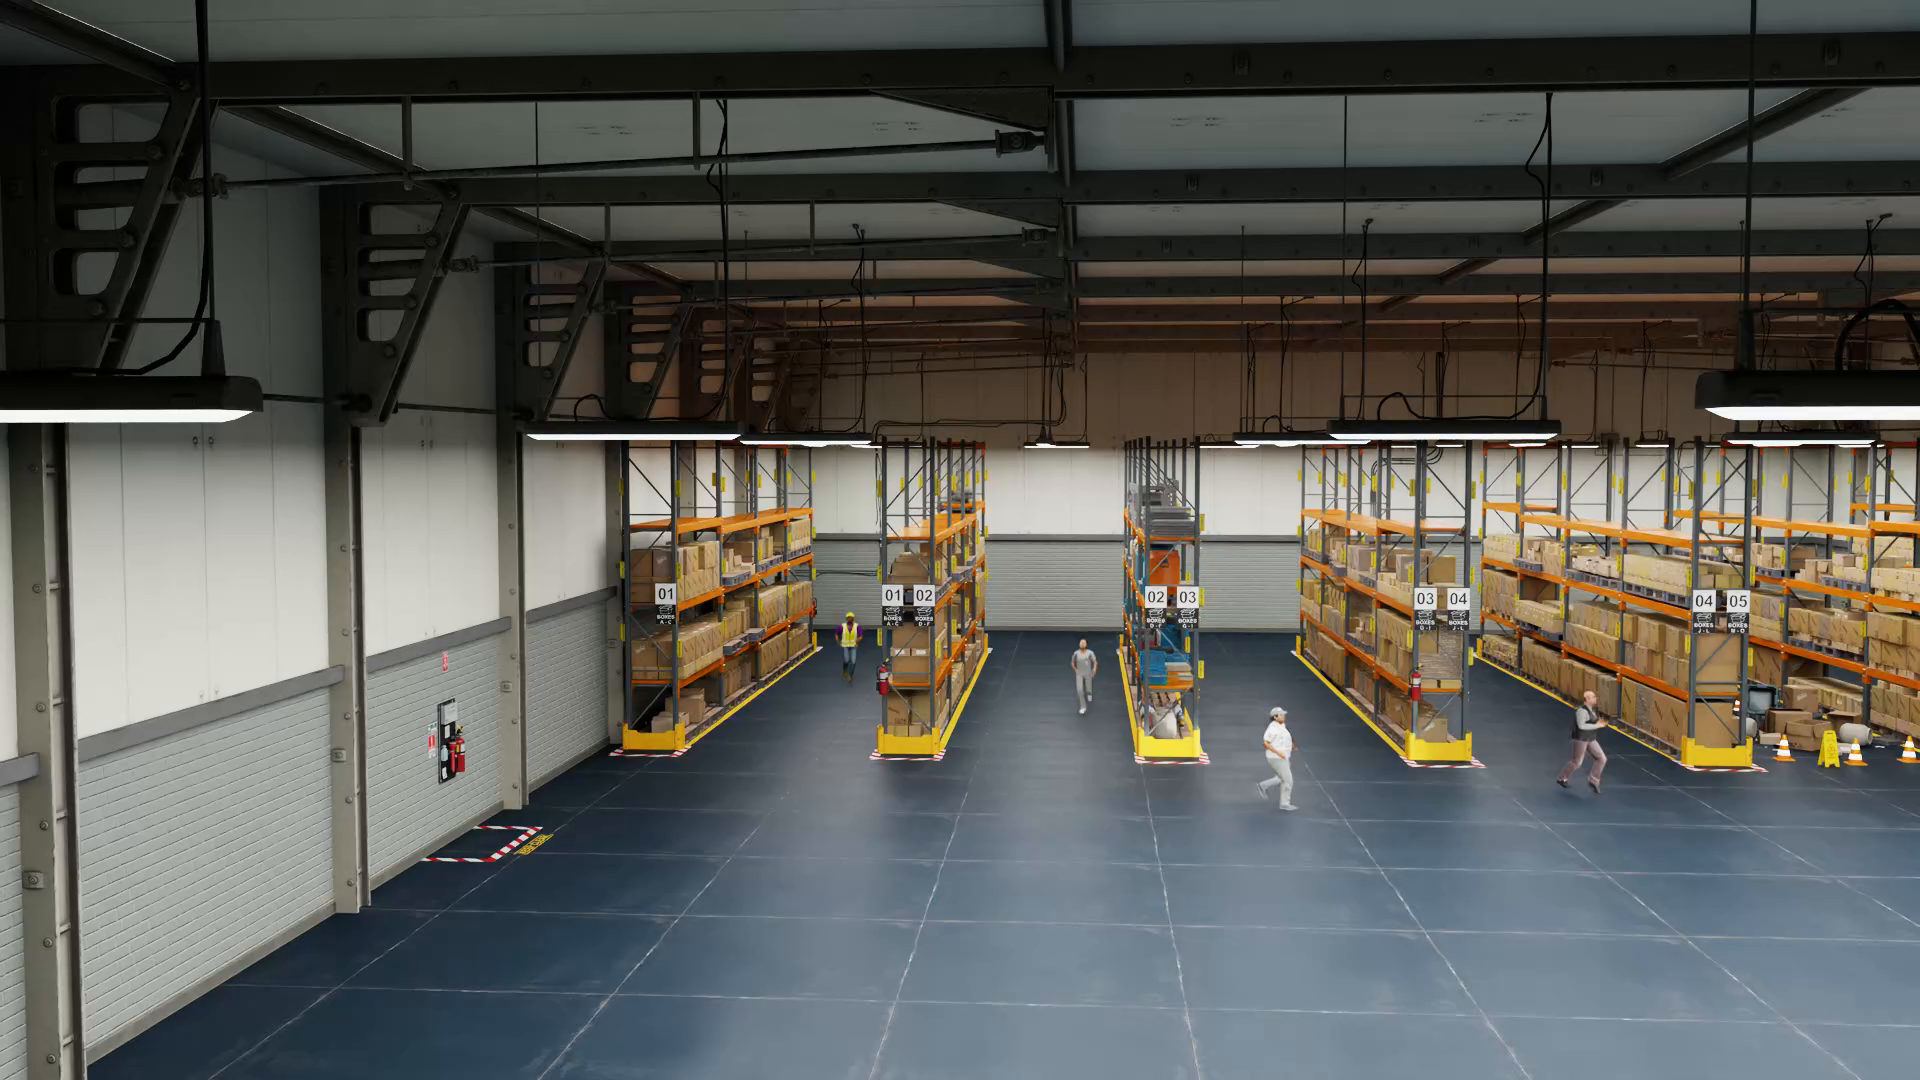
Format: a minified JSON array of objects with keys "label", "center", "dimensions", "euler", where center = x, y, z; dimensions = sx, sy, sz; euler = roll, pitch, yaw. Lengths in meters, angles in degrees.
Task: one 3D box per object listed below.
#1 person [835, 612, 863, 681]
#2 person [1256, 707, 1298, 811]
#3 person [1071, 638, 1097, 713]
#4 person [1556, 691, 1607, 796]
[{"label":"person","center":[-2.736,2.654,41.248],"dimensions":[0.698,1.720,0.575],"euler":[0,3,-9]},{"label":"person","center":[5.066,3.485,26.592],"dimensions":[0.707,1.624,0.601],"euler":[2,3,29]},{"label":"person","center":[2.722,2.968,36.597],"dimensions":[0.580,1.616,0.639],"euler":[0,3,6]},{"label":"person","center":[10.398,3.383,27.777],"dimensions":[0.841,1.756,0.678],"euler":[3,4,42]}]
